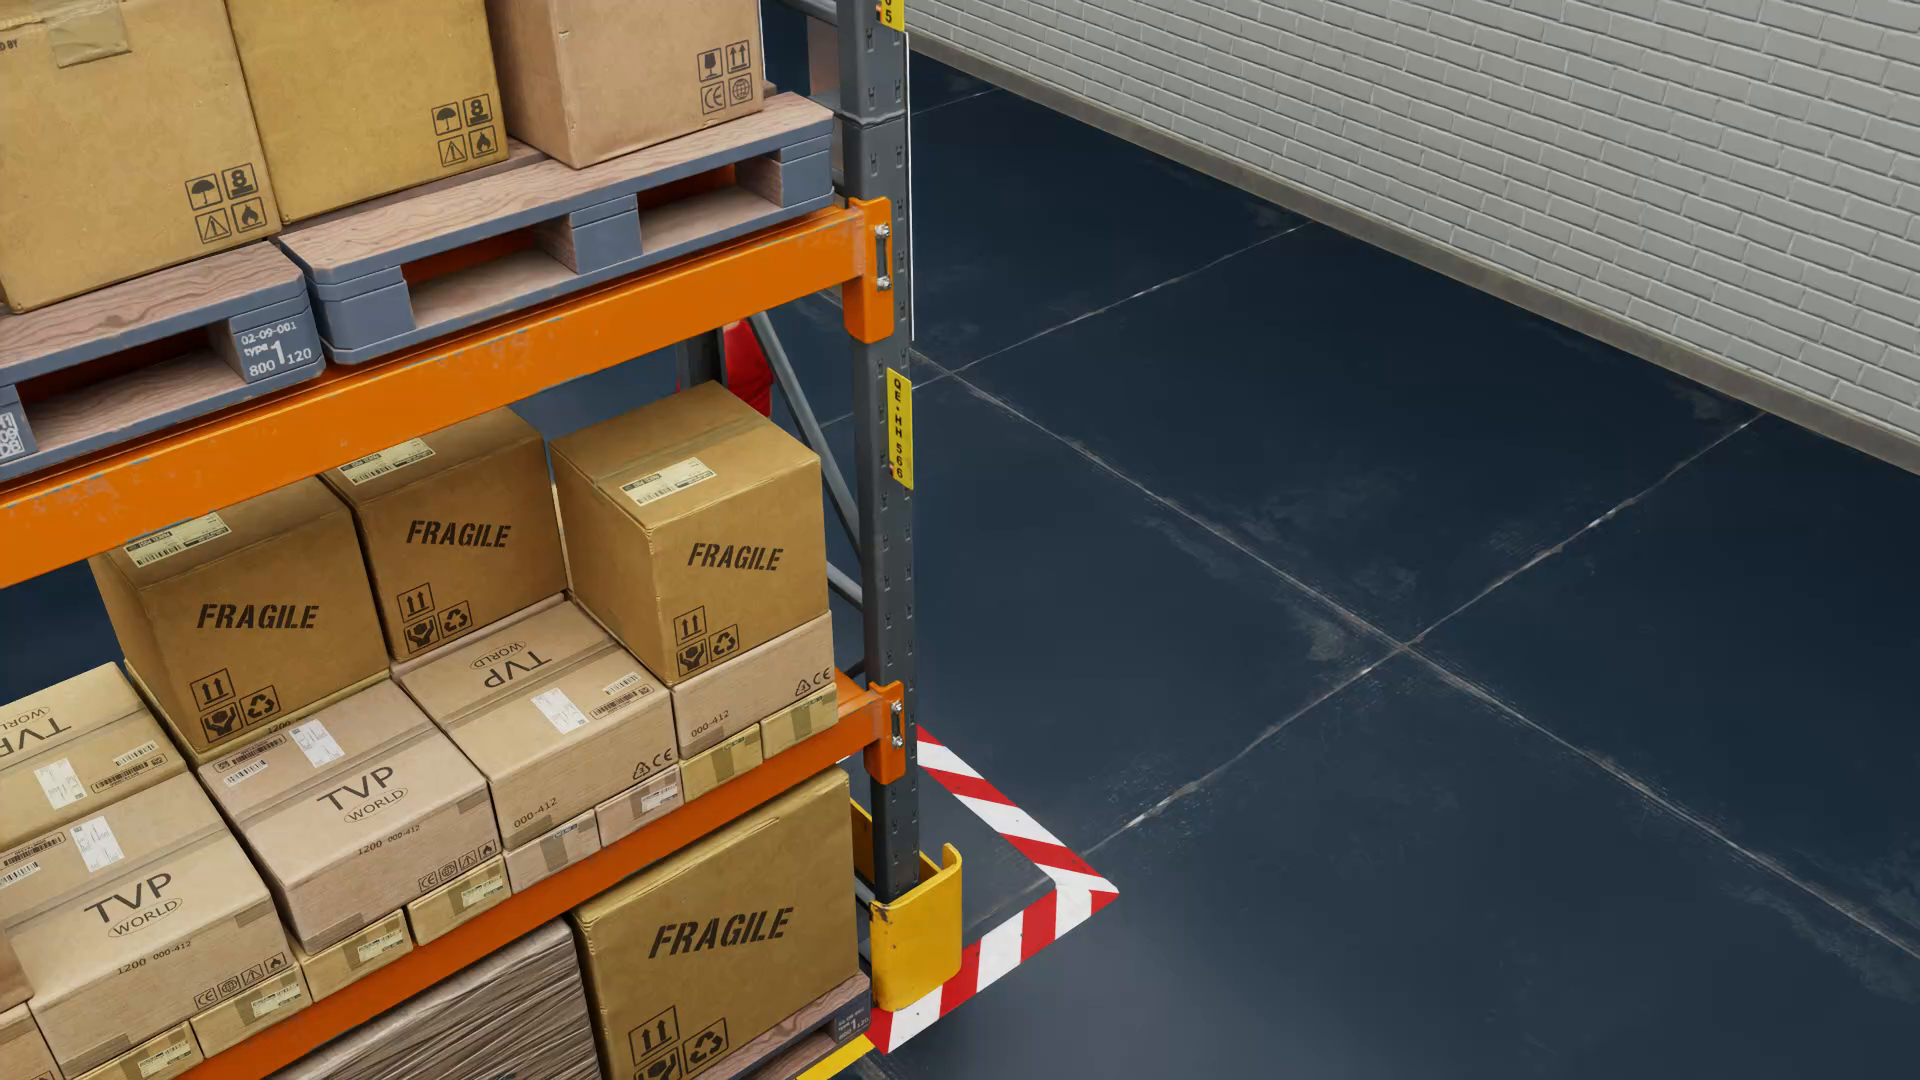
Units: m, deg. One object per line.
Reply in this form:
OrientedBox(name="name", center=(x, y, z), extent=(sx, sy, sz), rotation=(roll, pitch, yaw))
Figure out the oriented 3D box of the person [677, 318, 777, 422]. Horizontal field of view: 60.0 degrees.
OrientedBox(name="person", center=(-0.913, -0.267, 6.555), extent=(0.366, 1.712, 0.538), rotation=(17, 39, 23))
